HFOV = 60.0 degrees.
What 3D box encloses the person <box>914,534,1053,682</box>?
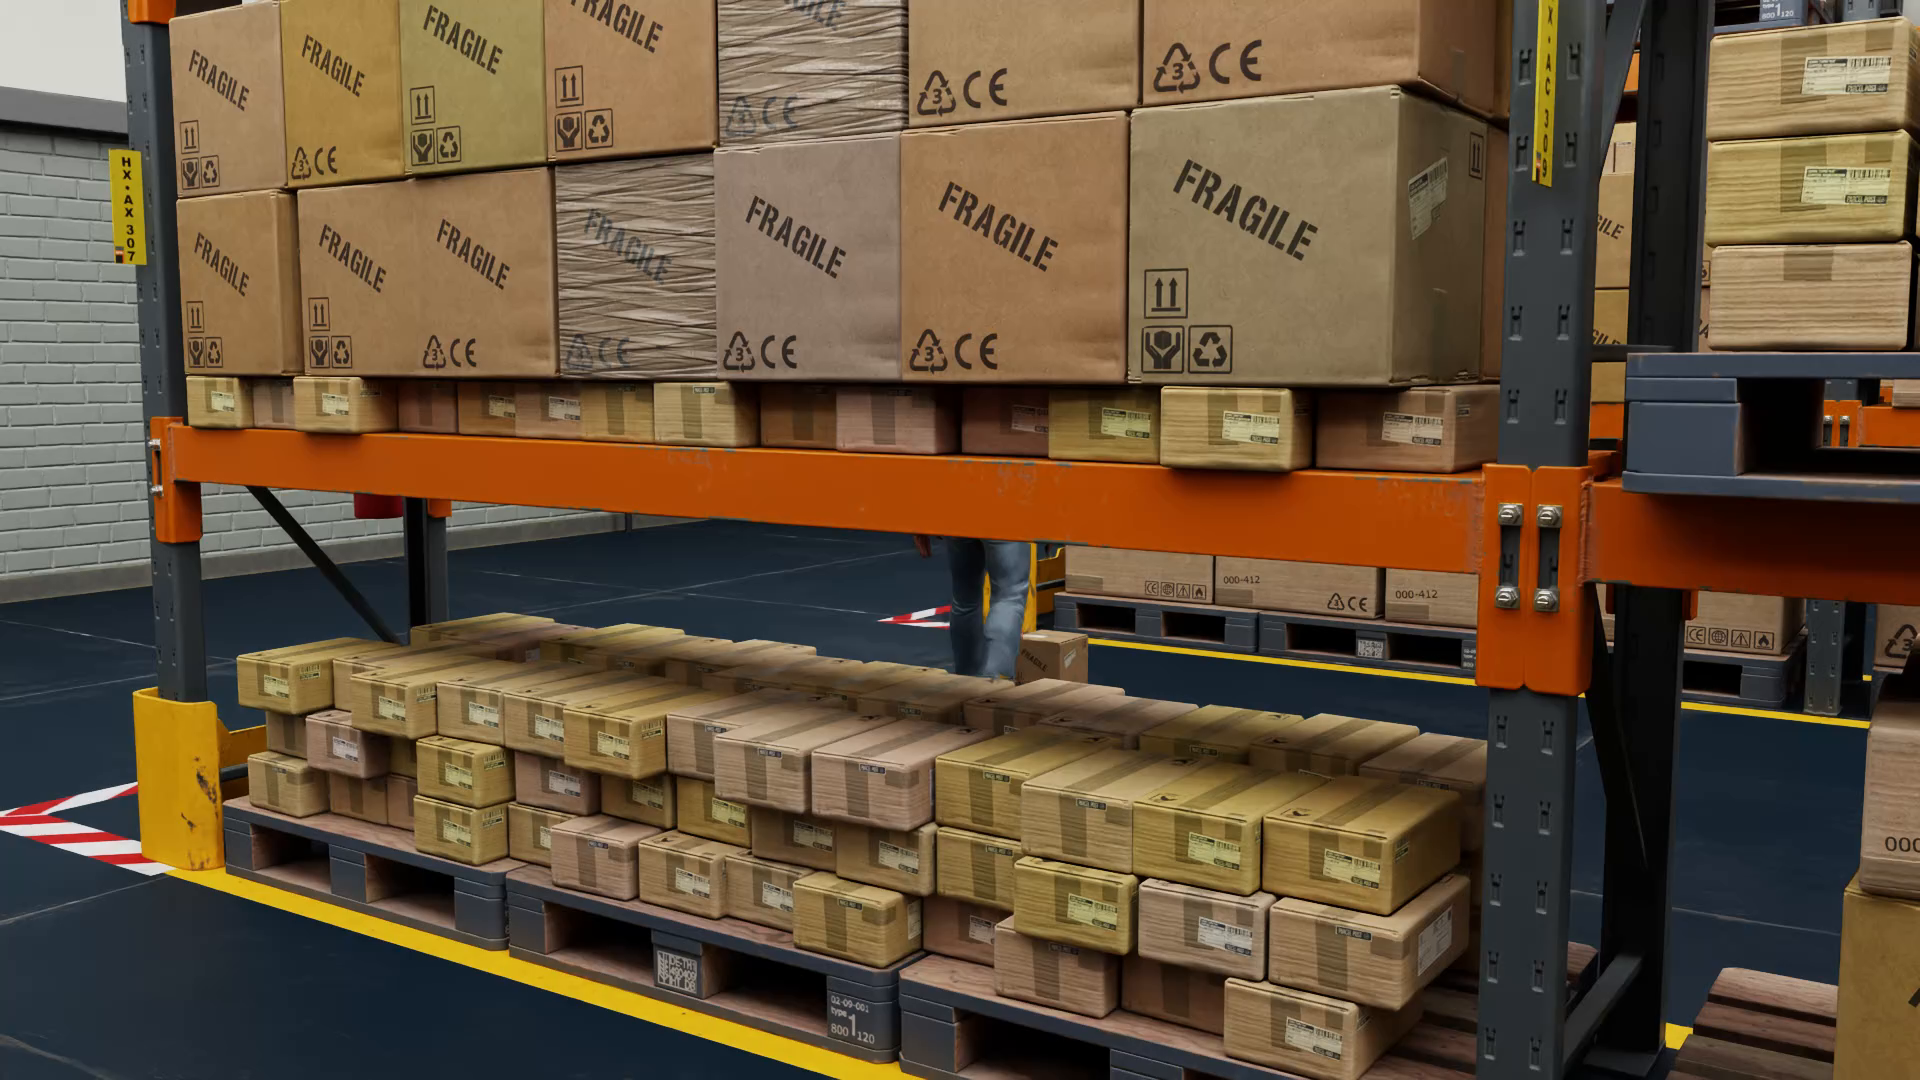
[{"bbox_3d":[0.116,-0.138,6.935,0.603,1.740,0.912,2,7,21],"label":"person"}]
